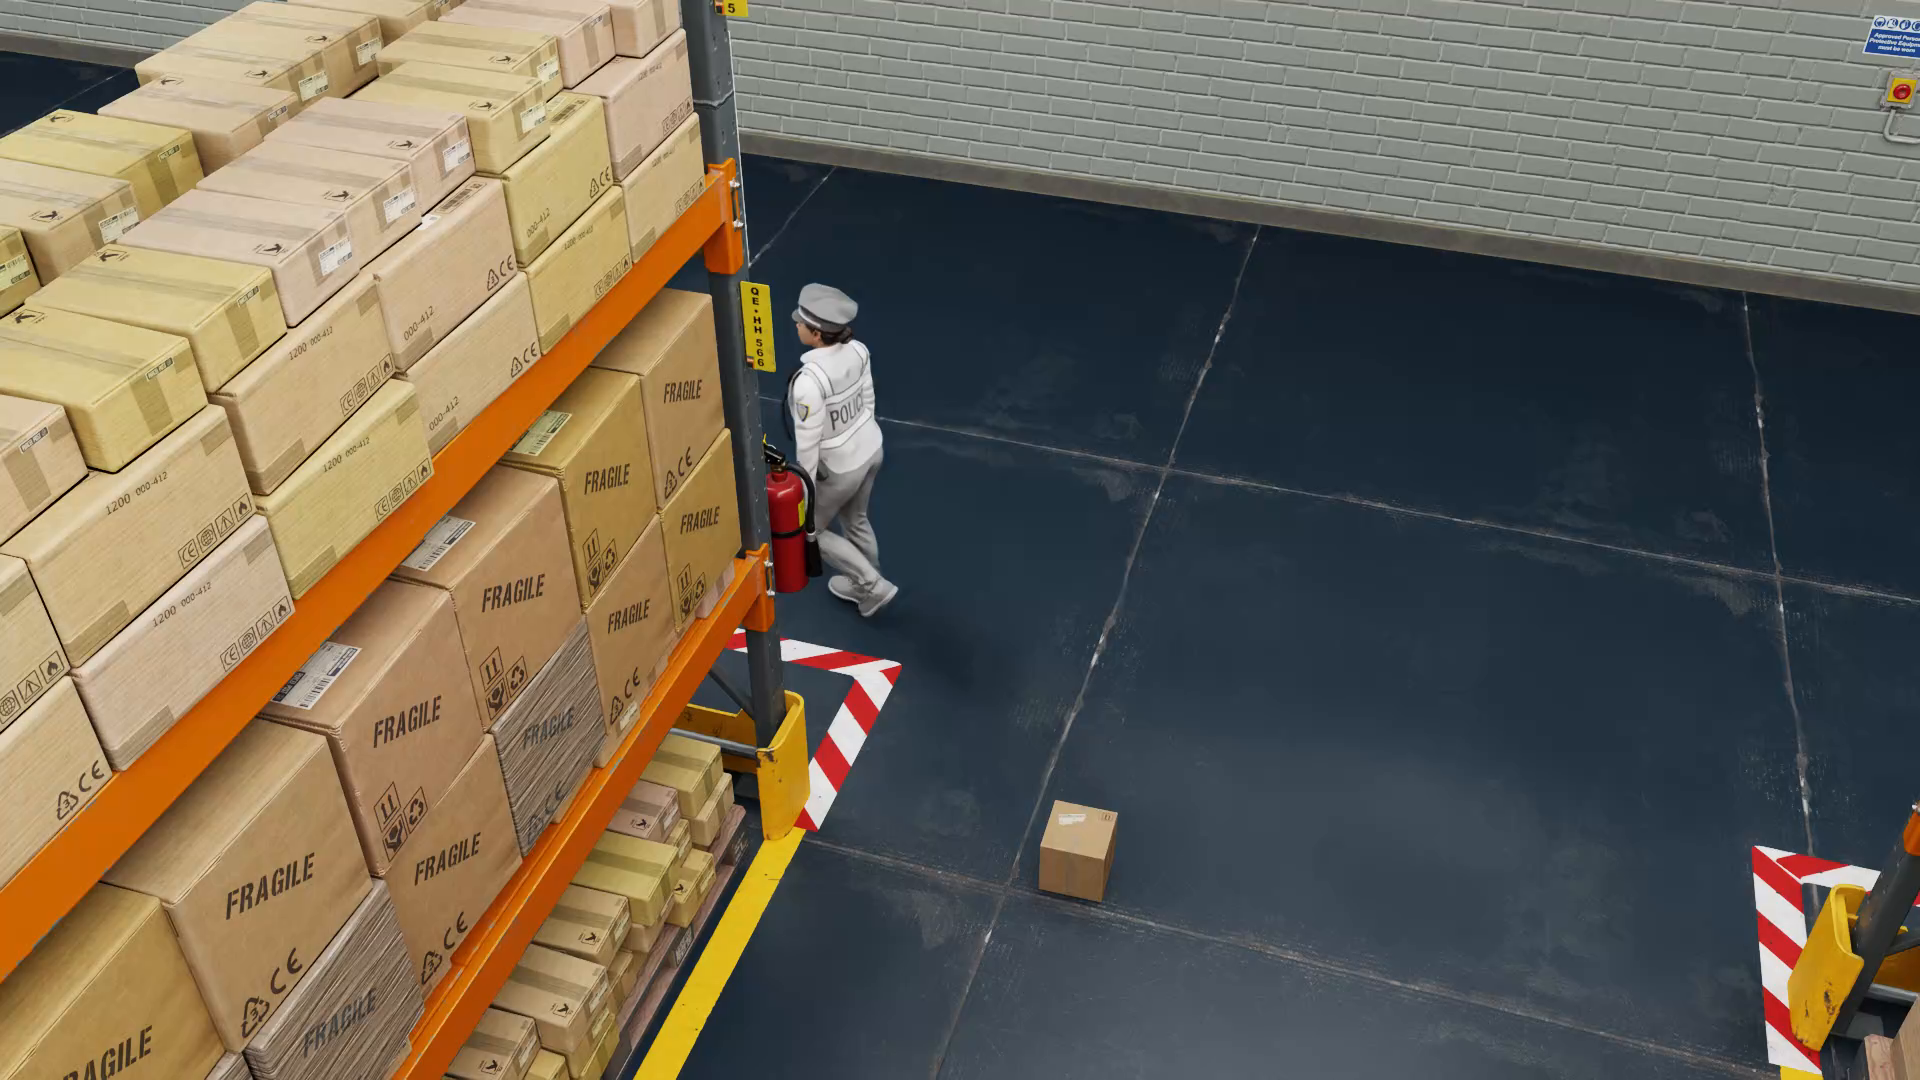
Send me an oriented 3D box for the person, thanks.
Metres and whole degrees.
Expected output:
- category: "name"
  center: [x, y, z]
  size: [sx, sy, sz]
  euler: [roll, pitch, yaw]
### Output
- category: "person"
  center: [-0.496, -0.323, 7.277]
  size: [0.497, 1.660, 0.518]
  euler: [20, 41, 24]
